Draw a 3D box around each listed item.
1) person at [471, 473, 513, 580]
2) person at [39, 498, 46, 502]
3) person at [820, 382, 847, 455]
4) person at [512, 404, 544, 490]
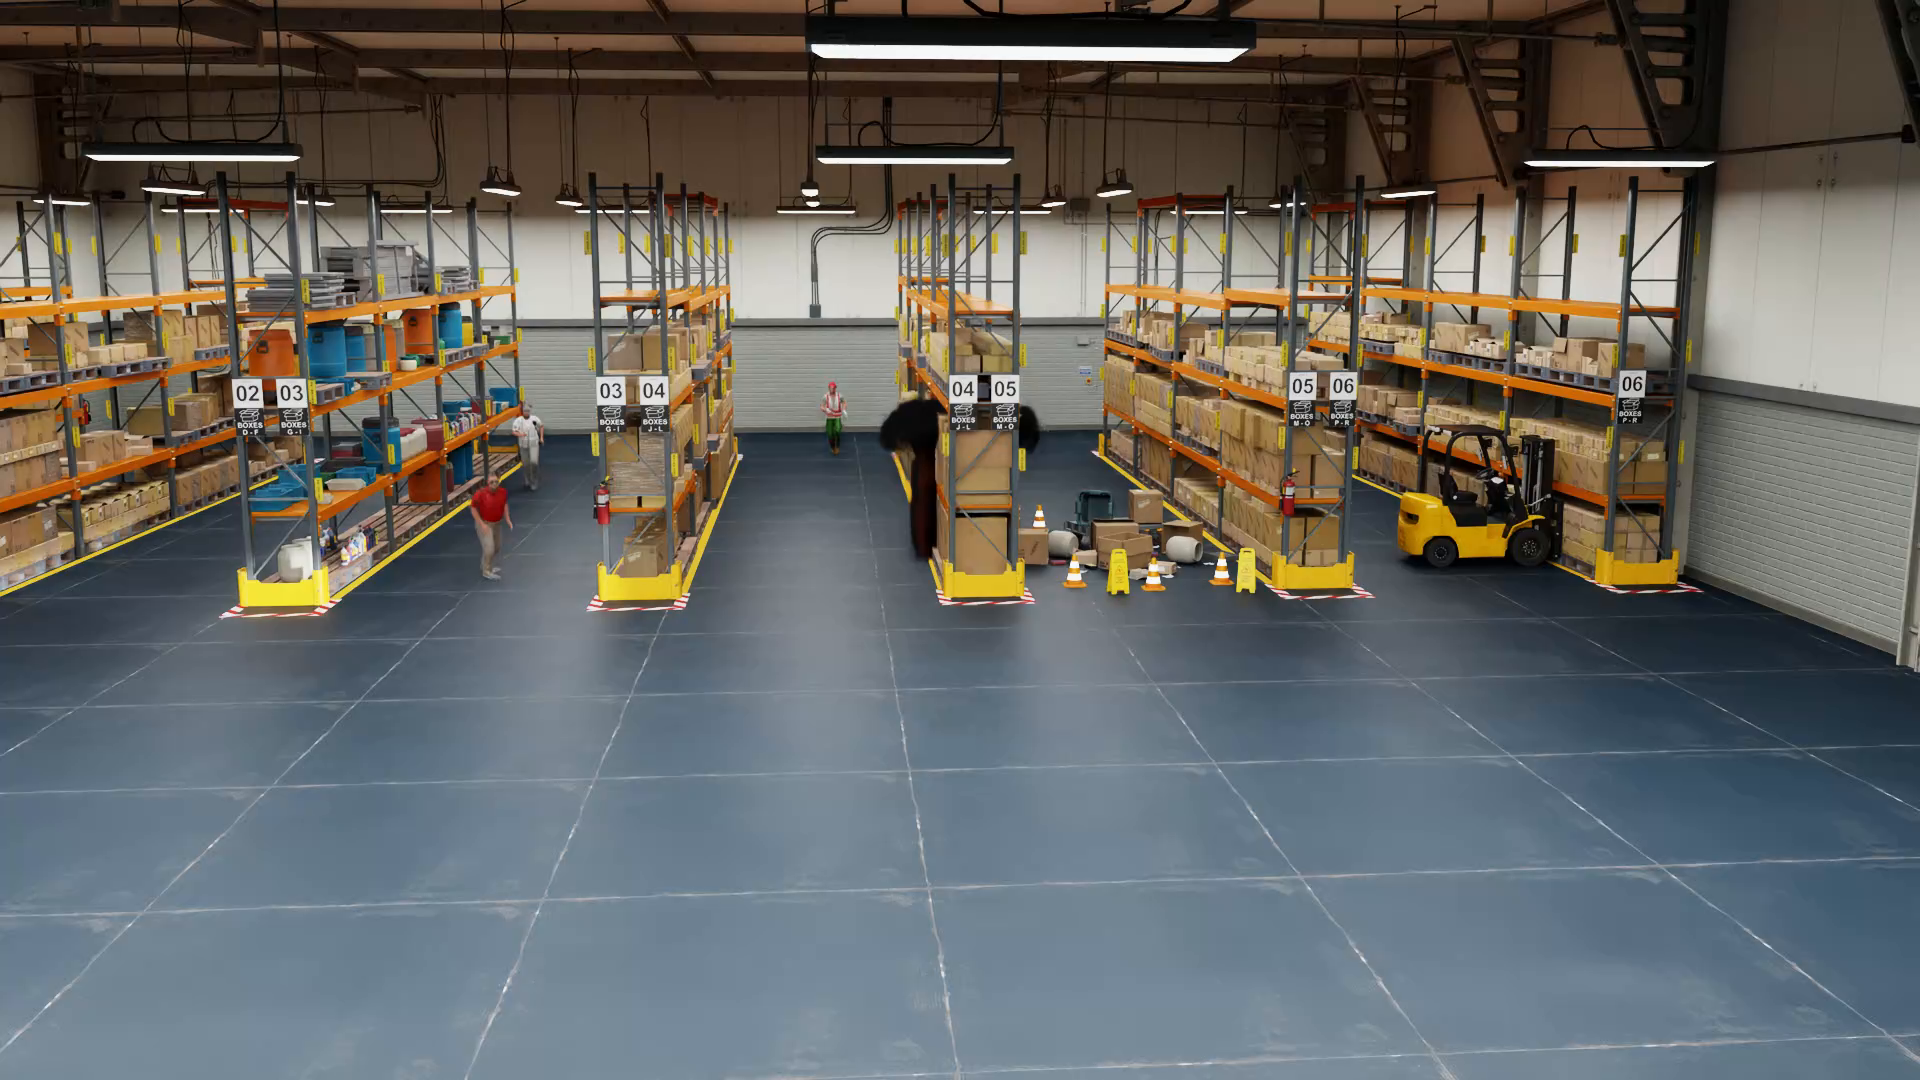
[{"bbox_3d":[-7.174,-0.215,25.260,0.794,1.673,0.677,7,12,35],"label":"person"},{"bbox_3d":[-18.188,-1.594,33.001,0.499,1.594,0.887,-3,10,-15],"label":"person"},{"bbox_3d":[-3.044,-2.935,40.180,0.646,1.766,0.775,-1,10,-3],"label":"person"},{"bbox_3d":[-8.986,-1.933,34.629,0.620,1.837,0.856,-2,10,-10],"label":"person"}]
